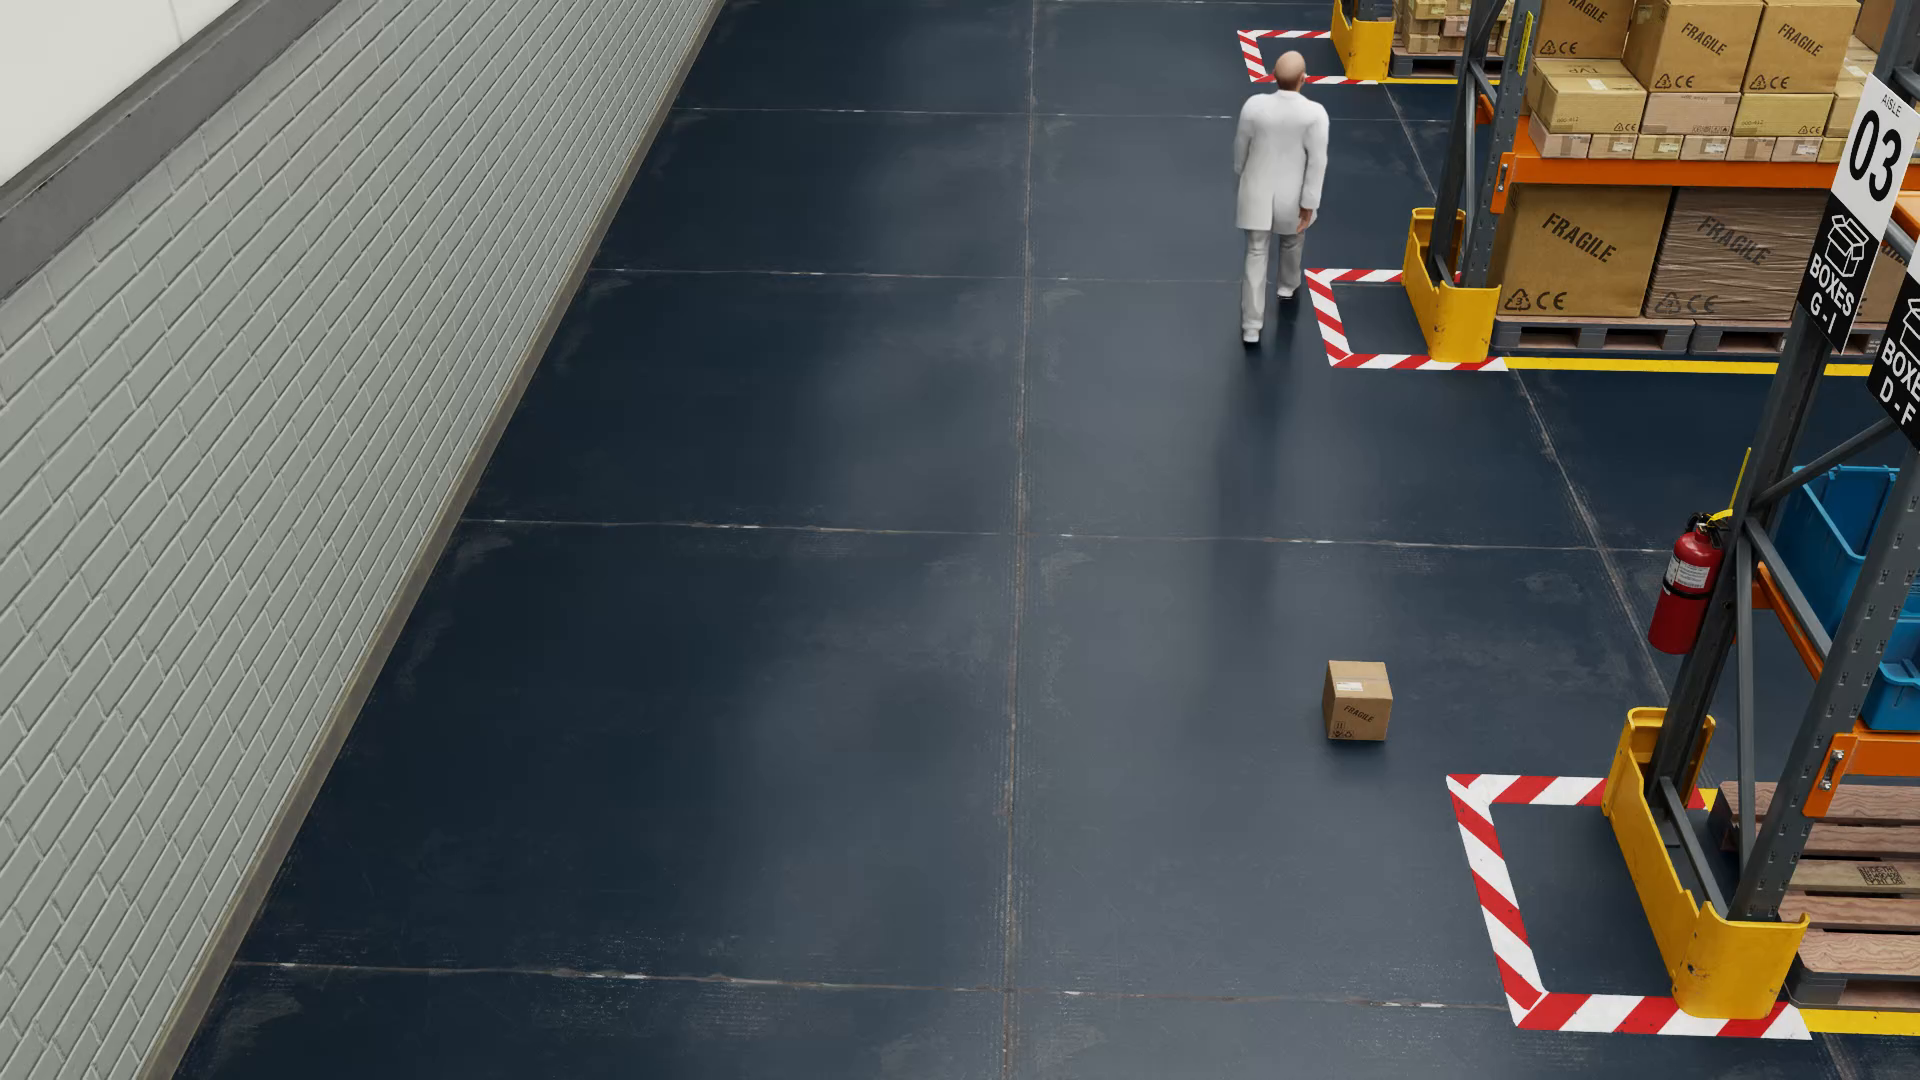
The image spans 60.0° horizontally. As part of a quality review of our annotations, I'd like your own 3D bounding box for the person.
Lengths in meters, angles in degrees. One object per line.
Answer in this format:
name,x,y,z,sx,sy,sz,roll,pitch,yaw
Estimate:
person,1.947,-2.190,10.209,0.569,1.732,1.045,8,36,11
